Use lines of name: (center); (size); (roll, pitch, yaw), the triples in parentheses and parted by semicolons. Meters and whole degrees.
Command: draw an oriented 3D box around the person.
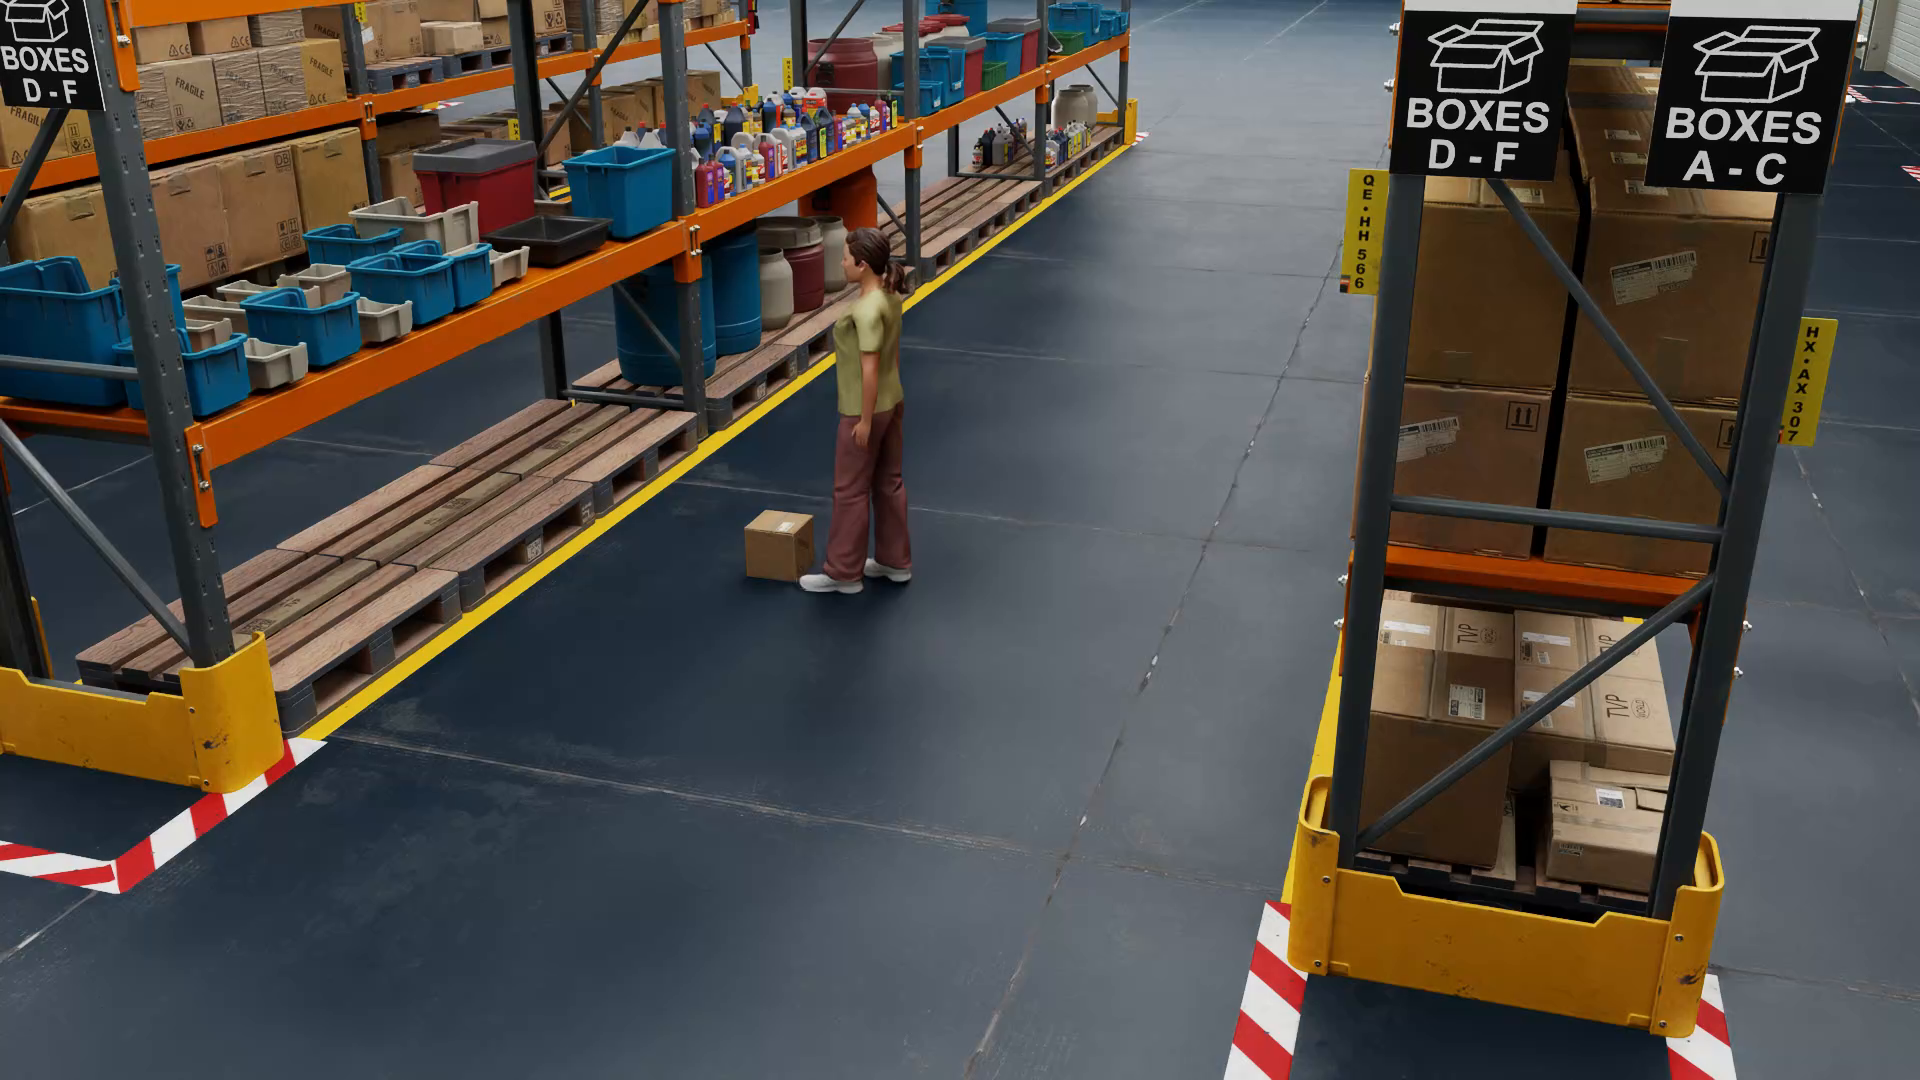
person: (-0.469, -0.587, 7.538); (0.494, 1.678, 0.456); (7, 23, 16)
